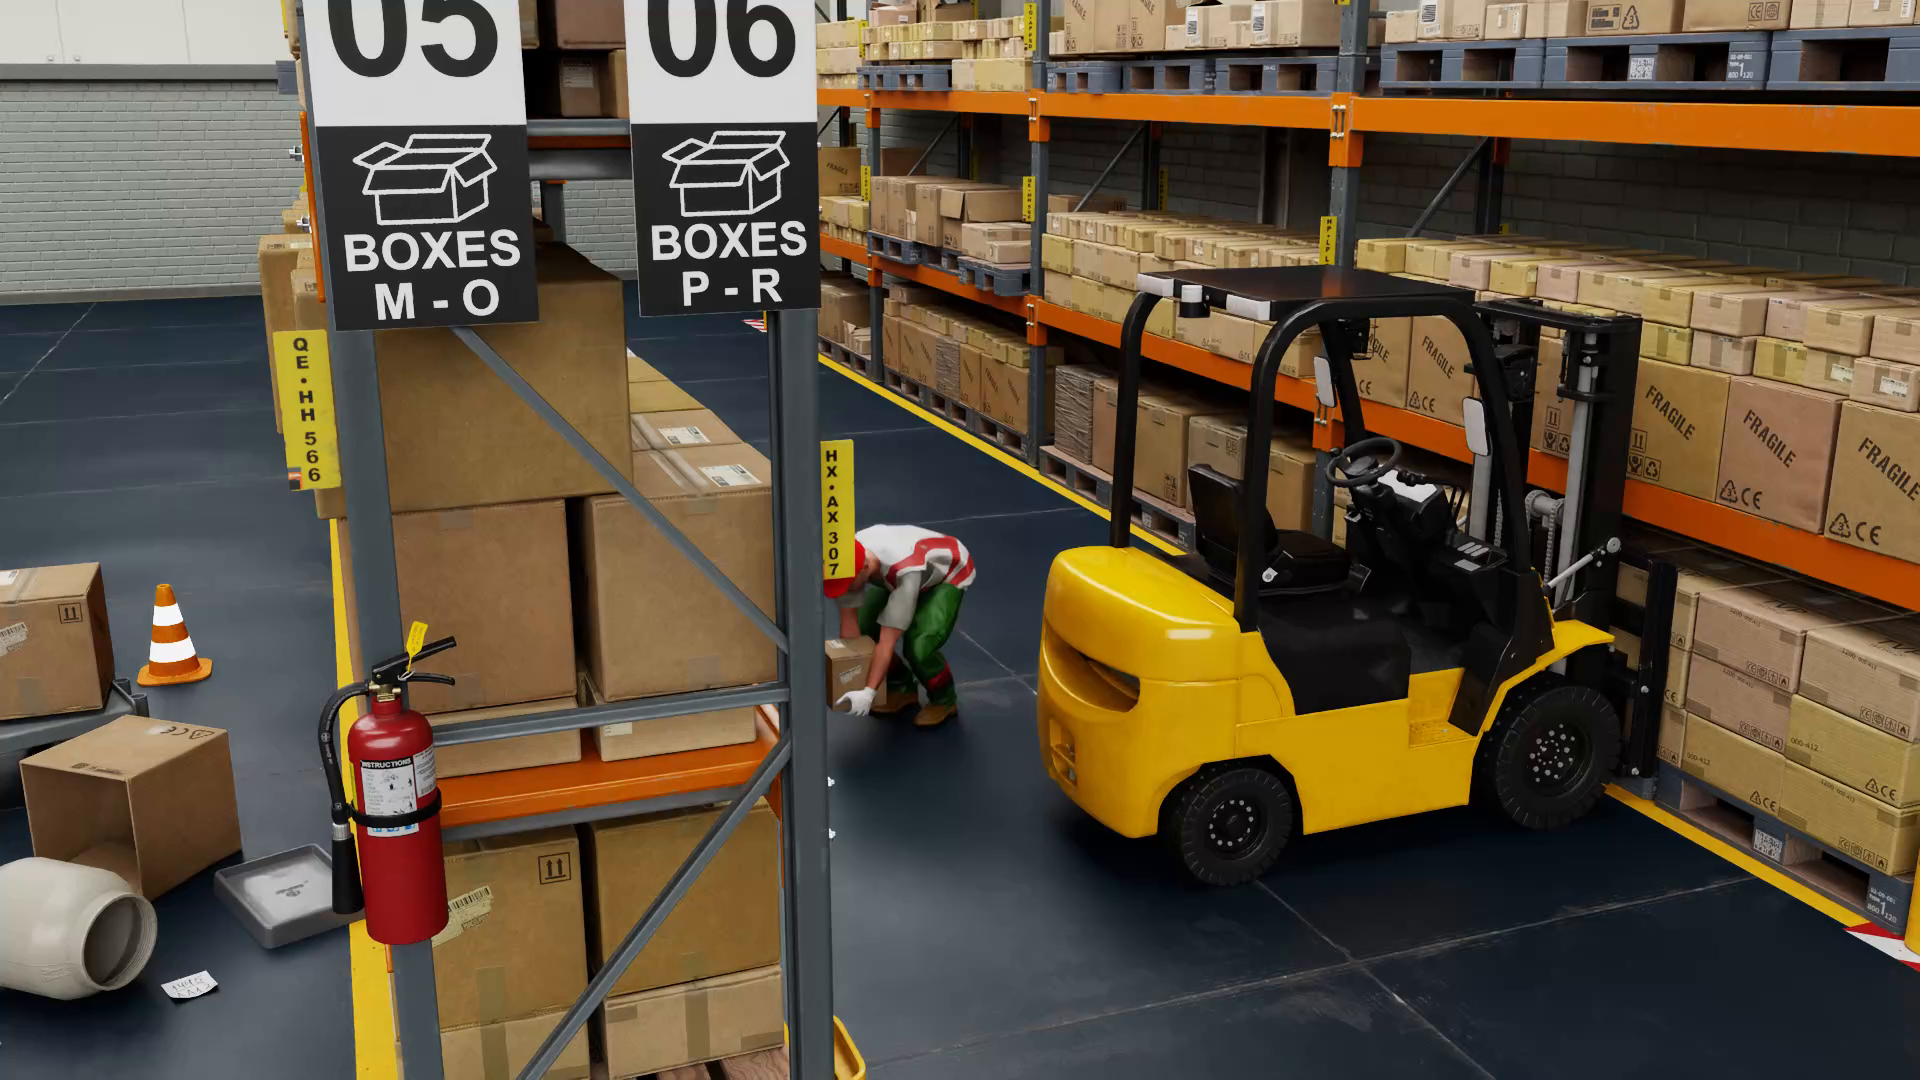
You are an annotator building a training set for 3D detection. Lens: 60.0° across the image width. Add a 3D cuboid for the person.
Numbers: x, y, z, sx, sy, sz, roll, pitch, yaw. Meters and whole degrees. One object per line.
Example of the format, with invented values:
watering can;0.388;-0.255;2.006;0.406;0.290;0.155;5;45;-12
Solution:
person;-0.314;0.380;7.618;0.524;0.984;0.941;12;19;36
